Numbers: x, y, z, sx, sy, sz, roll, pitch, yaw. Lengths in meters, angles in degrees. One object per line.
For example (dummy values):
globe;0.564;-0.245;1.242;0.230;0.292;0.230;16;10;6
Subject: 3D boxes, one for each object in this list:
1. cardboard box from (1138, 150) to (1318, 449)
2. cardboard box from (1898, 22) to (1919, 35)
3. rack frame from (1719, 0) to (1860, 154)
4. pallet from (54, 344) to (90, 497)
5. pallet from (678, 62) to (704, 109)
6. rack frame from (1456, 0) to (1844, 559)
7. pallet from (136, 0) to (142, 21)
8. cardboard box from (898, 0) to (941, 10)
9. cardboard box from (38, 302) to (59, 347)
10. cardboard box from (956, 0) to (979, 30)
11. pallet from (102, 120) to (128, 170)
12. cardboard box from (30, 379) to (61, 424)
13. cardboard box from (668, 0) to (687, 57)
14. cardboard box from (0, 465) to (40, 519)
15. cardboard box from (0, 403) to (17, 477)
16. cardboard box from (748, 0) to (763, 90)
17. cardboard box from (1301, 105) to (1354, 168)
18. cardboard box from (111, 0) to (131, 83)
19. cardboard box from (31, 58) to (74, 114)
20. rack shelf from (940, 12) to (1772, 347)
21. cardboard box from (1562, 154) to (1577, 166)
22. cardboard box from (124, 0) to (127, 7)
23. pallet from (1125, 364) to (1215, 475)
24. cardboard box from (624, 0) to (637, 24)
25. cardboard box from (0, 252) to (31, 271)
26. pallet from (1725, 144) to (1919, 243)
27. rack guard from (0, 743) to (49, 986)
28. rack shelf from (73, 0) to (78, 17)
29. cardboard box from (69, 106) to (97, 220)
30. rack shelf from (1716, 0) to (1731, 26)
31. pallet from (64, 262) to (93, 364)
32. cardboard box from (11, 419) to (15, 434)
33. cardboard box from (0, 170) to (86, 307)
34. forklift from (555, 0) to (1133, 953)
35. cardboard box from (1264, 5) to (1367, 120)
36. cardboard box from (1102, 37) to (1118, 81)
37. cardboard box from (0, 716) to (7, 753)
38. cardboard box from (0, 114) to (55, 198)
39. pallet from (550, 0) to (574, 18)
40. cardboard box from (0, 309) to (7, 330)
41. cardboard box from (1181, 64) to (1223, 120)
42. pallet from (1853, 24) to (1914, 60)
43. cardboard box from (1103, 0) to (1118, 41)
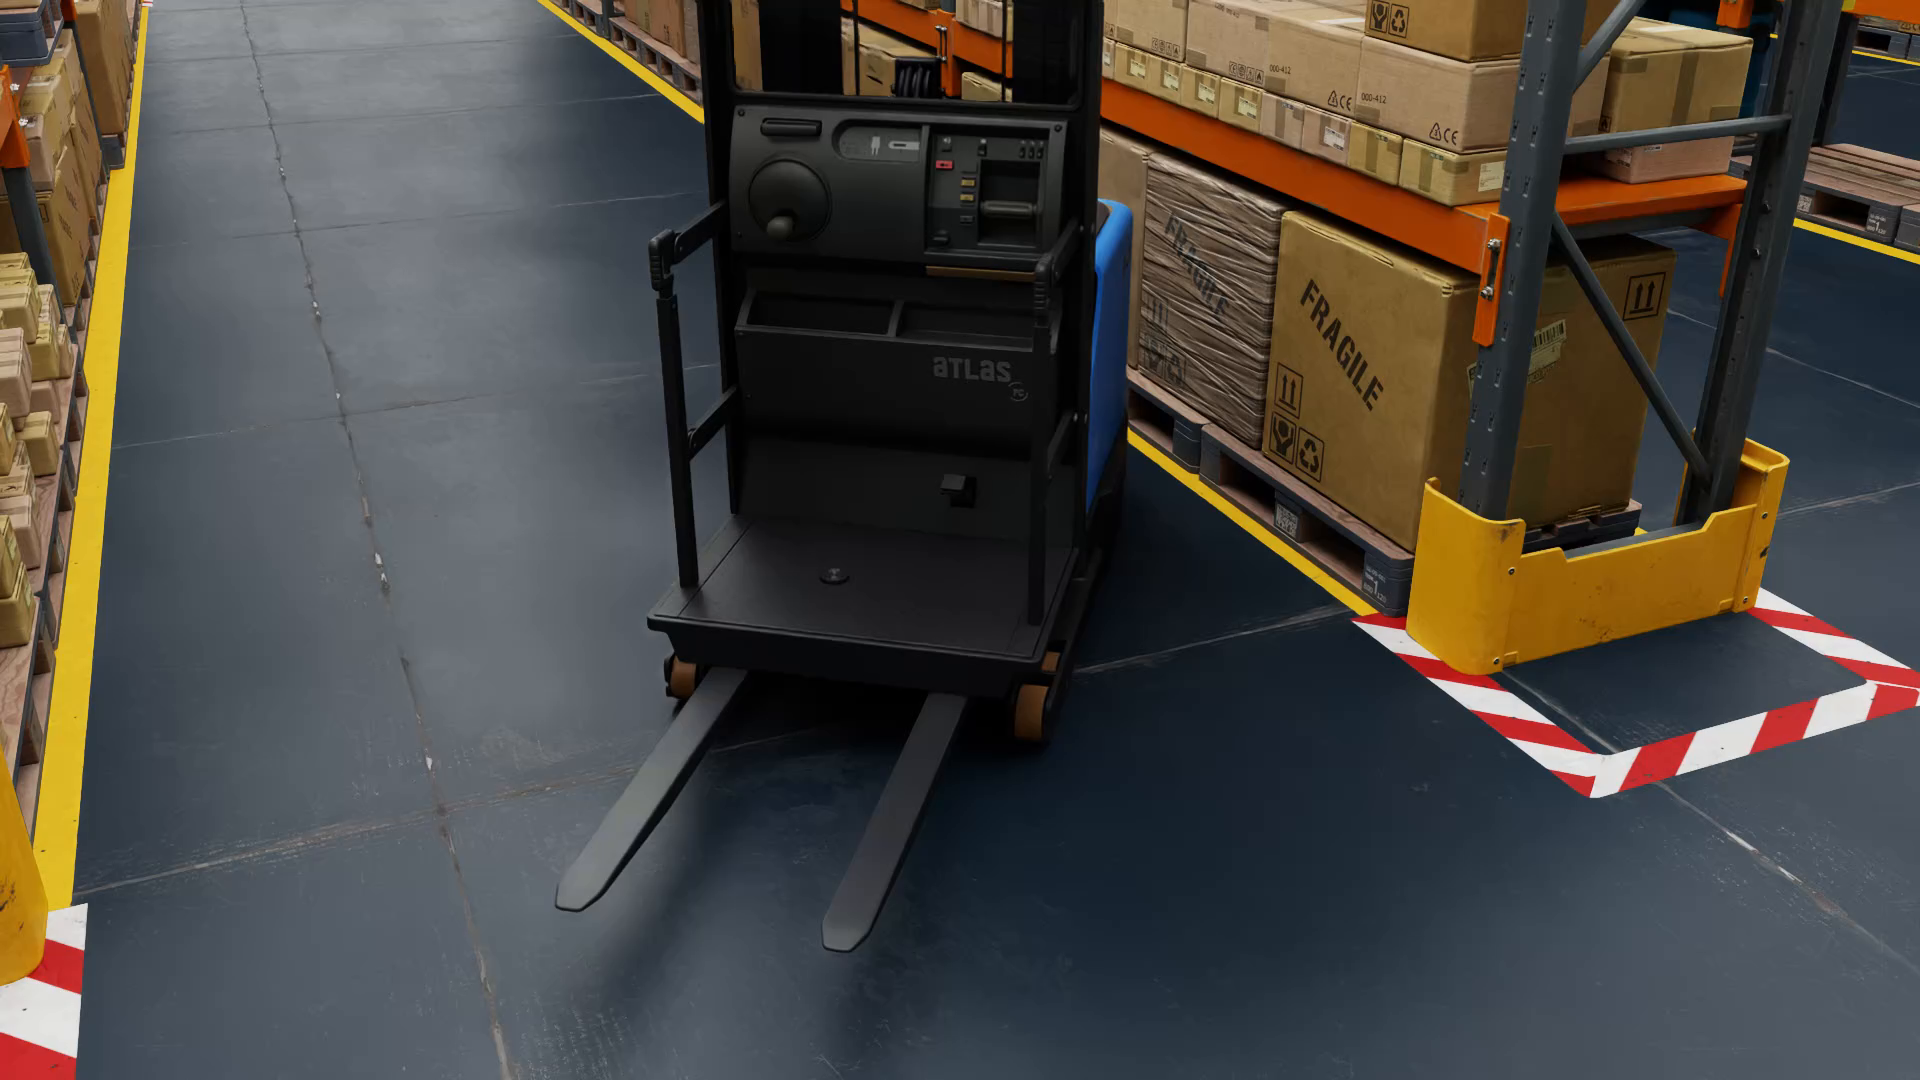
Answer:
cardboard box;1.279;-0.962;6.244;0.875;0.875;0.875;-11;28;-21
cardboard box;8.260;-4.474;13.842;0.500;0.500;0.500;-11;28;-21
rack frame;4.950;-3.582;9.667;1.000;3.000;0.127;-11;28;-21
pallet;-3.915;-0.401;6.331;1.003;0.211;1.213;-11;28;-21
pallet;-1.478;-3.408;12.490;1.003;0.211;1.213;-11;28;-21
rack frame;1.959;-1.116;4.617;1.000;3.000;0.127;-11;28;-21
pallet;-8.525;-5.201;16.163;1.003;0.211;1.213;-11;28;-21
cardboard box;-0.042;-2.918;8.193;0.500;0.500;0.500;-10;28;-20
cardboard box;-3.677;-0.781;6.363;0.380;0.149;0.250;-12;28;-23
cardboard box;0.203;-2.441;7.618;0.380;0.149;0.250;-11;28;-20
pallet;-6.016;-2.612;10.860;1.003;0.211;1.213;-11;28;-21
cardboard box;-3.556;-0.512;6.151;0.380;0.149;0.250;-12;28;-22
cardboard box;-1.912;-4.137;13.151;0.700;0.500;0.500;-8;27;-16
cardboard box;-3.173;-0.101;5.309;0.380;0.149;0.250;-11;28;-21
cardboard box;-3.070;-0.277;4.992;0.380;0.149;0.250;-10;28;-20
cardboard box;-0.580;-2.936;10.288;1.225;0.875;0.875;-10;28;-20
cardboard box;1.316;-1.297;5.274;0.380;0.149;0.250;-11;28;-20
cardboard box;-6.643;-3.702;11.998;1.050;0.750;0.750;-11;28;-21
cardboard box;-4.876;-2.296;8.549;0.500;0.250;0.500;-10;28;-19
rack shelf;1.176;-1.600;6.428;1.077;0.370;4.000;-11;28;-21
cardboard box;2.022;-1.306;5.293;0.380;0.149;0.250;-11;28;-21
cardboard box;-8.237;-5.381;15.294;0.875;0.875;0.875;-11;28;-21
pallet;1.100;-0.664;6.870;1.003;0.211;1.213;-11;28;-21
cardboard box;-2.519;-4.783;14.476;0.700;0.500;0.500;-13;29;-25
cardboard box;-3.832;-0.995;6.463;0.380;0.149;0.250;-10;28;-19
pallet;5.274;-2.039;9.685;1.003;0.211;1.213;-11;28;-21
rack guard;-2.674;0.788;3.566;1.175;0.500;0.348;-11;28;-21
rack shelf;-6.560;-4.018;11.381;1.077;0.370;4.000;-11;28;-21
cardboard box;-4.857;-1.958;8.712;0.500;0.500;0.500;-12;28;-23
rack shelf;4.167;-4.066;11.479;1.077;0.370;4.000;-11;28;-21
pallet;-4.517;-0.980;7.517;1.003;0.211;1.213;-11;28;-21
cardboard box;-3.344;-0.347;5.473;0.380;0.149;0.250;-12;28;-23
cardboard box;-4.256;-1.329;7.423;0.500;0.500;0.500;-9;28;-19
forklift;-0.221;-0.935;4.325;1.130;2.935;3.031;6;27;11
cardboard box;1.327;-1.537;5.312;0.500;0.250;0.500;-11;28;-21
cardboard box;0.711;-1.918;6.546;0.380;0.149;0.250;-10;28;-20
cardboard box;-2.555;0.521;4.034;0.380;0.149;0.250;-10;28;-20
cardboard box;-4.257;-1.666;7.258;0.500;0.250;0.500;-12;28;-23
pallet;-3.517;-5.466;16.704;1.003;0.211;1.213;-11;28;-21
cardboard box;-3.561;-0.682;5.820;0.380;0.149;0.250;-10;28;-19
cardboard box;1.014;-1.607;5.909;0.380;0.149;0.250;-10;28;-20
pallet;8.201;-4.485;14.696;1.003;0.211;1.213;-11;28;-21
cardboard box;0.734;-2.153;6.572;0.500;0.250;0.500;-10;28;-19
